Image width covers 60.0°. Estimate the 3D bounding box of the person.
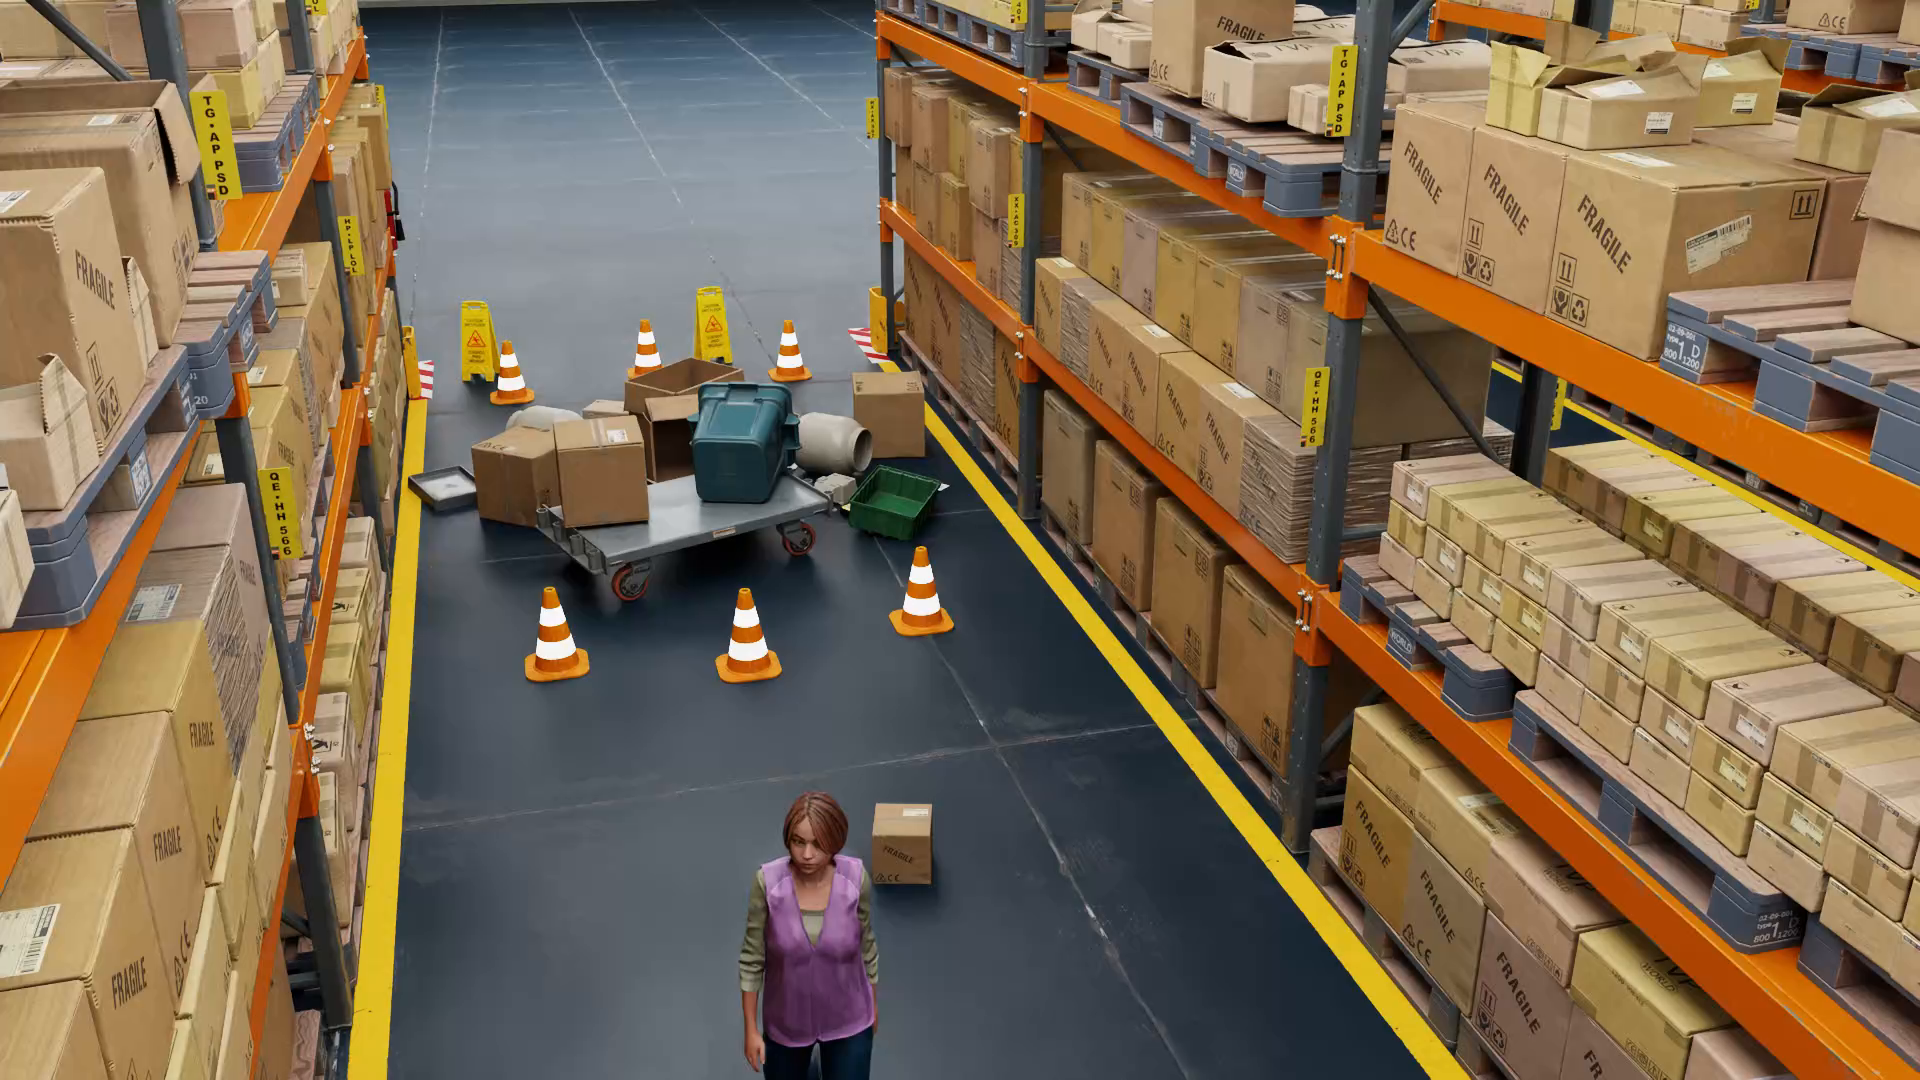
[{"bbox_3d":[-0.462,1.462,5.186,0.426,1.567,0.783,-1,23,-3],"label":"person"}]
